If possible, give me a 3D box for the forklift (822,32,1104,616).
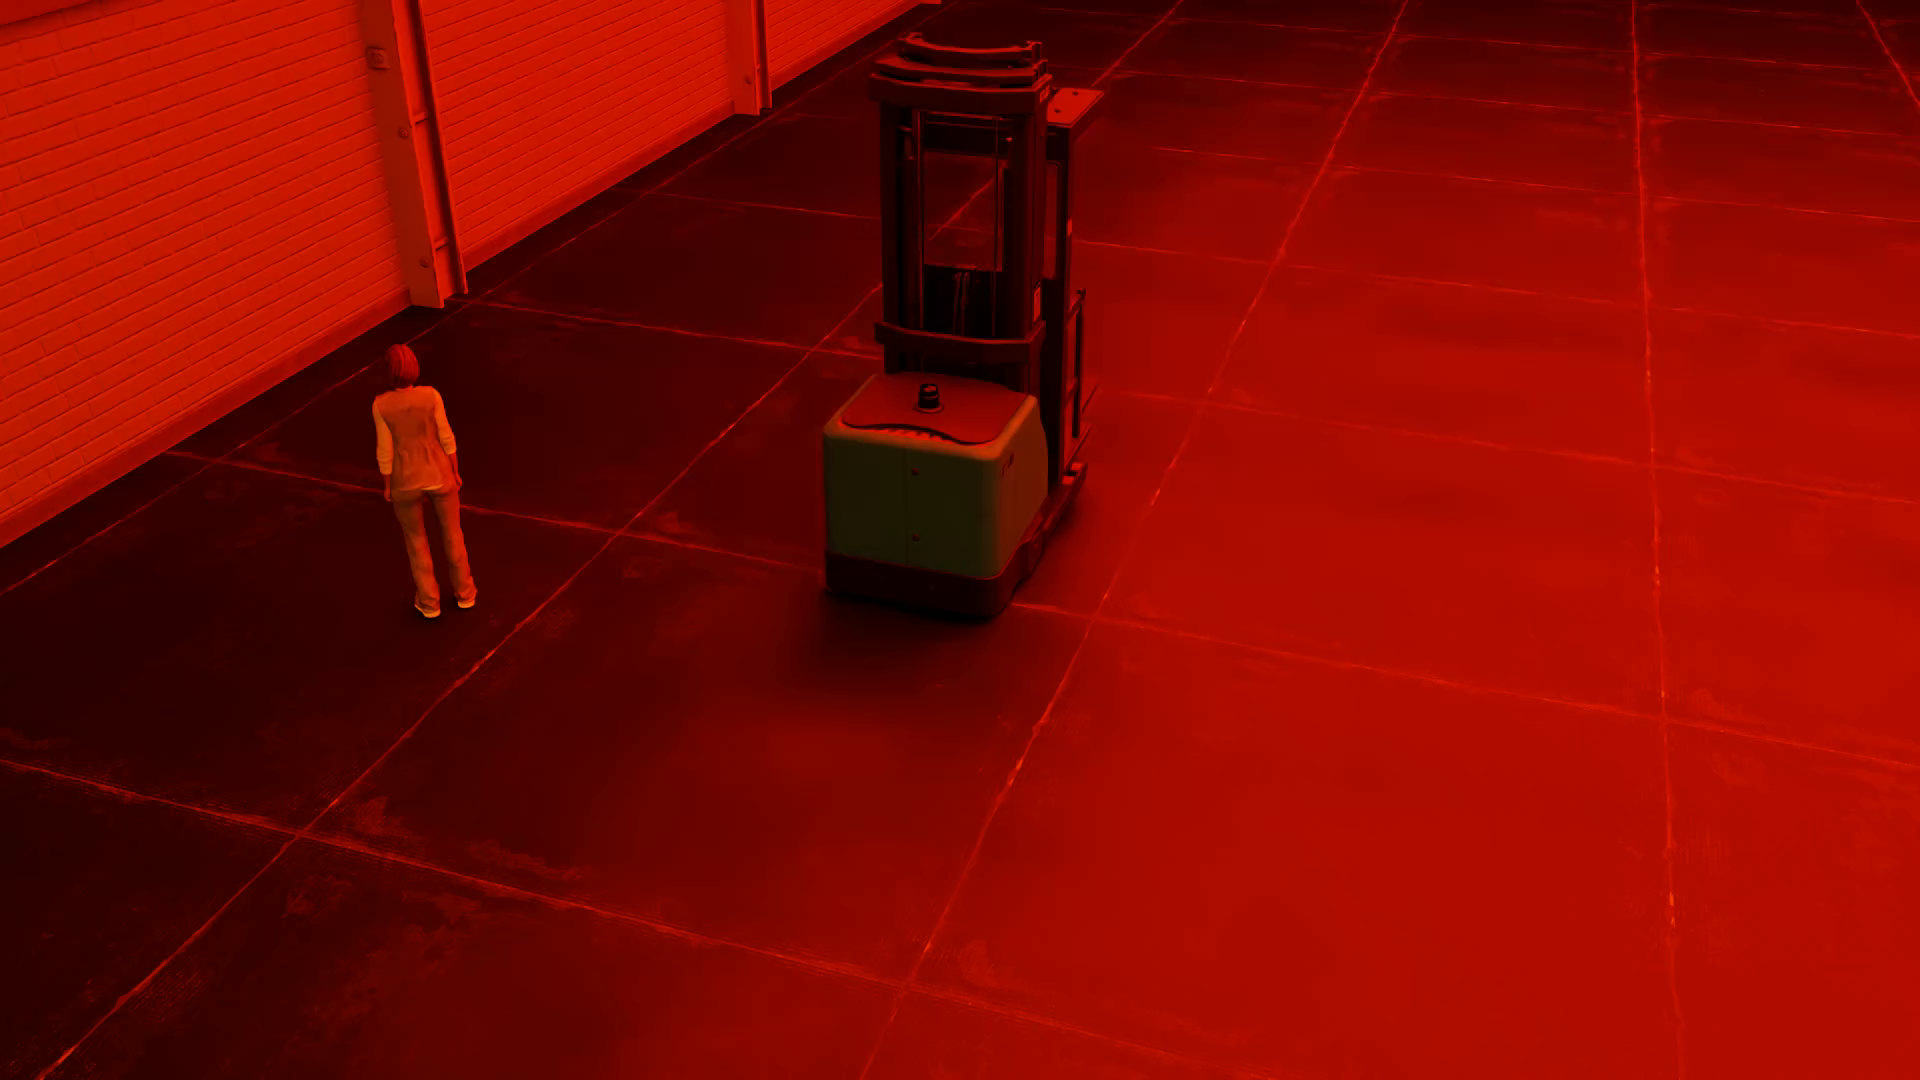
[{"bbox_3d":[0.180,-1.568,9.887,1.130,2.935,3.031,9,31,16],"label":"forklift"}]

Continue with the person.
[{"bbox_3d":[-2.928,-0.320,9.043,0.418,1.603,0.317,-13,32,-21],"label":"person"}]
